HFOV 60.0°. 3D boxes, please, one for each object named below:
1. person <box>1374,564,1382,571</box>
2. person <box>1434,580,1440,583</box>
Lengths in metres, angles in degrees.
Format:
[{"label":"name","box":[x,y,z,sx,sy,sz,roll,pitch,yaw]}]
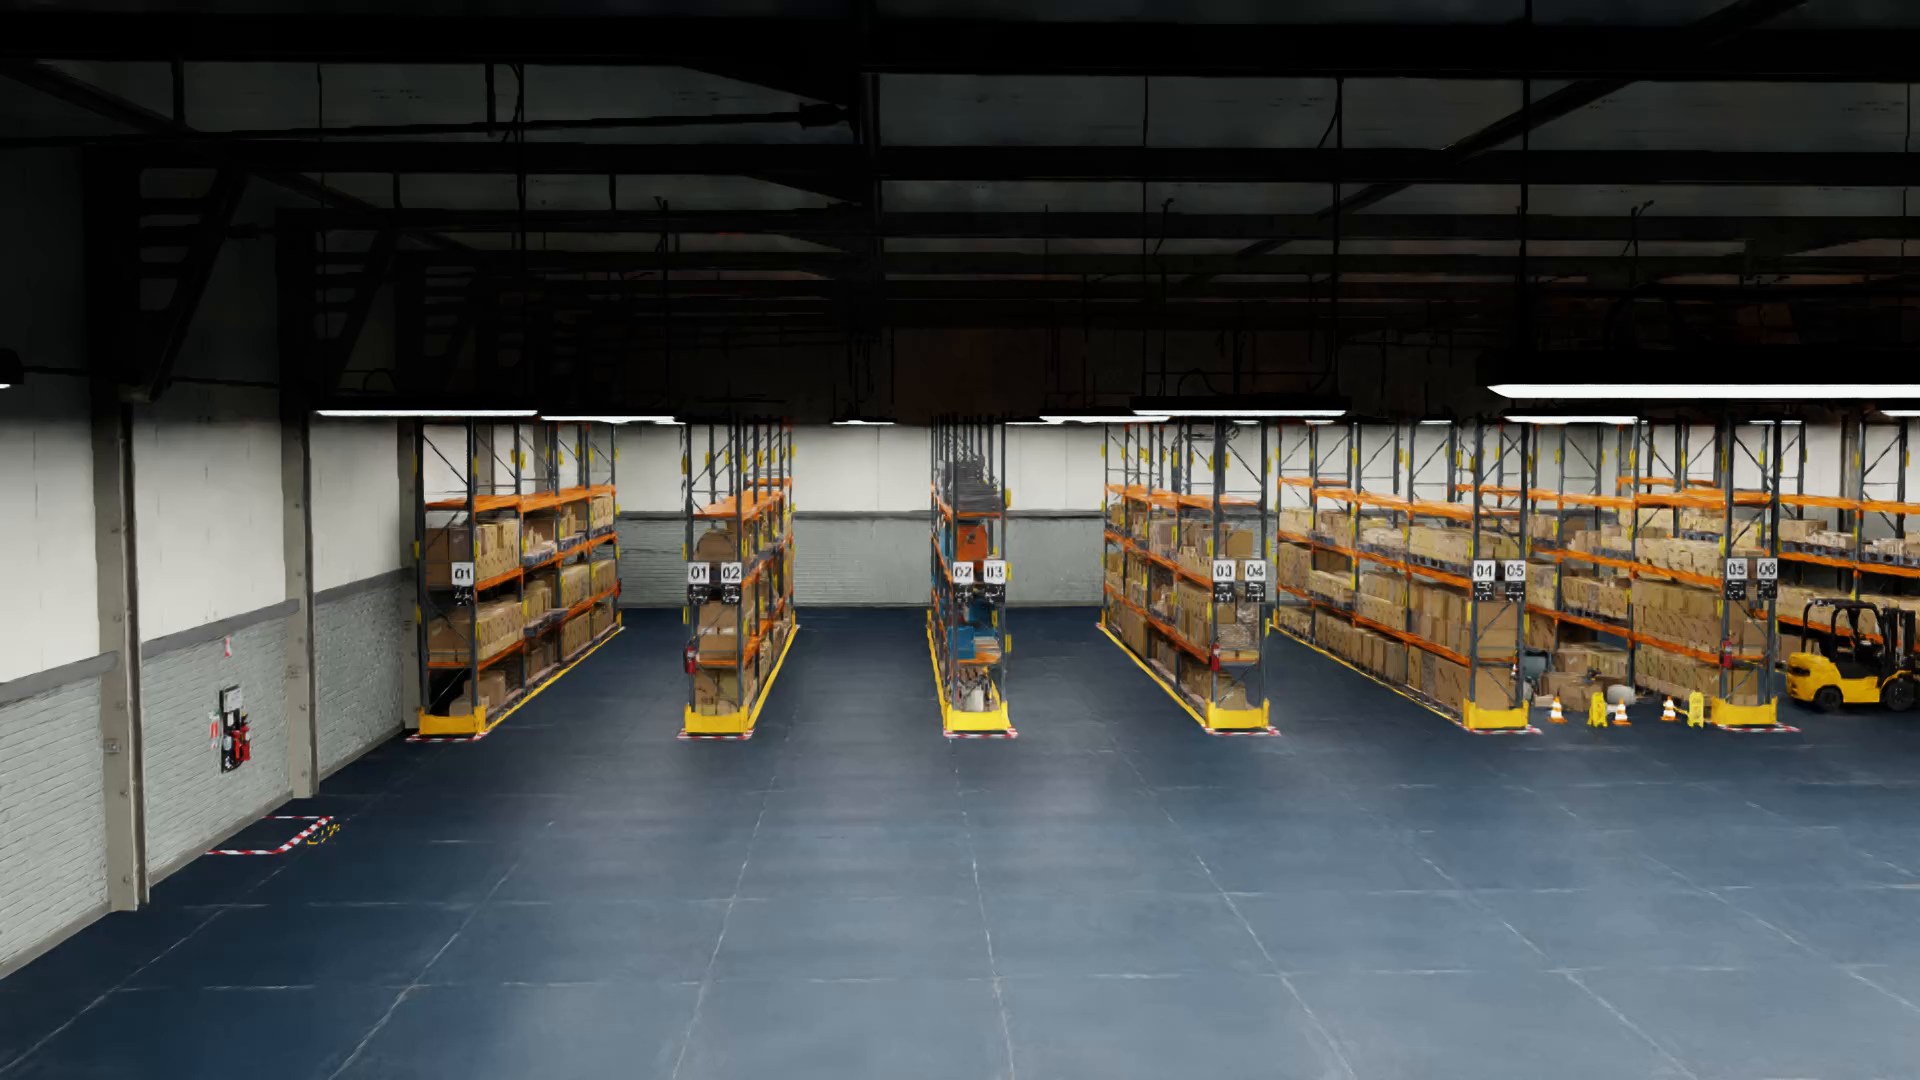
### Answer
[{"label":"person","box":[12.002,1.580,47.654,0.675,1.769,0.664,0,4,-5]},{"label":"person","box":[12.419,1.946,43.376,0.594,1.621,0.667,1,4,21]}]
